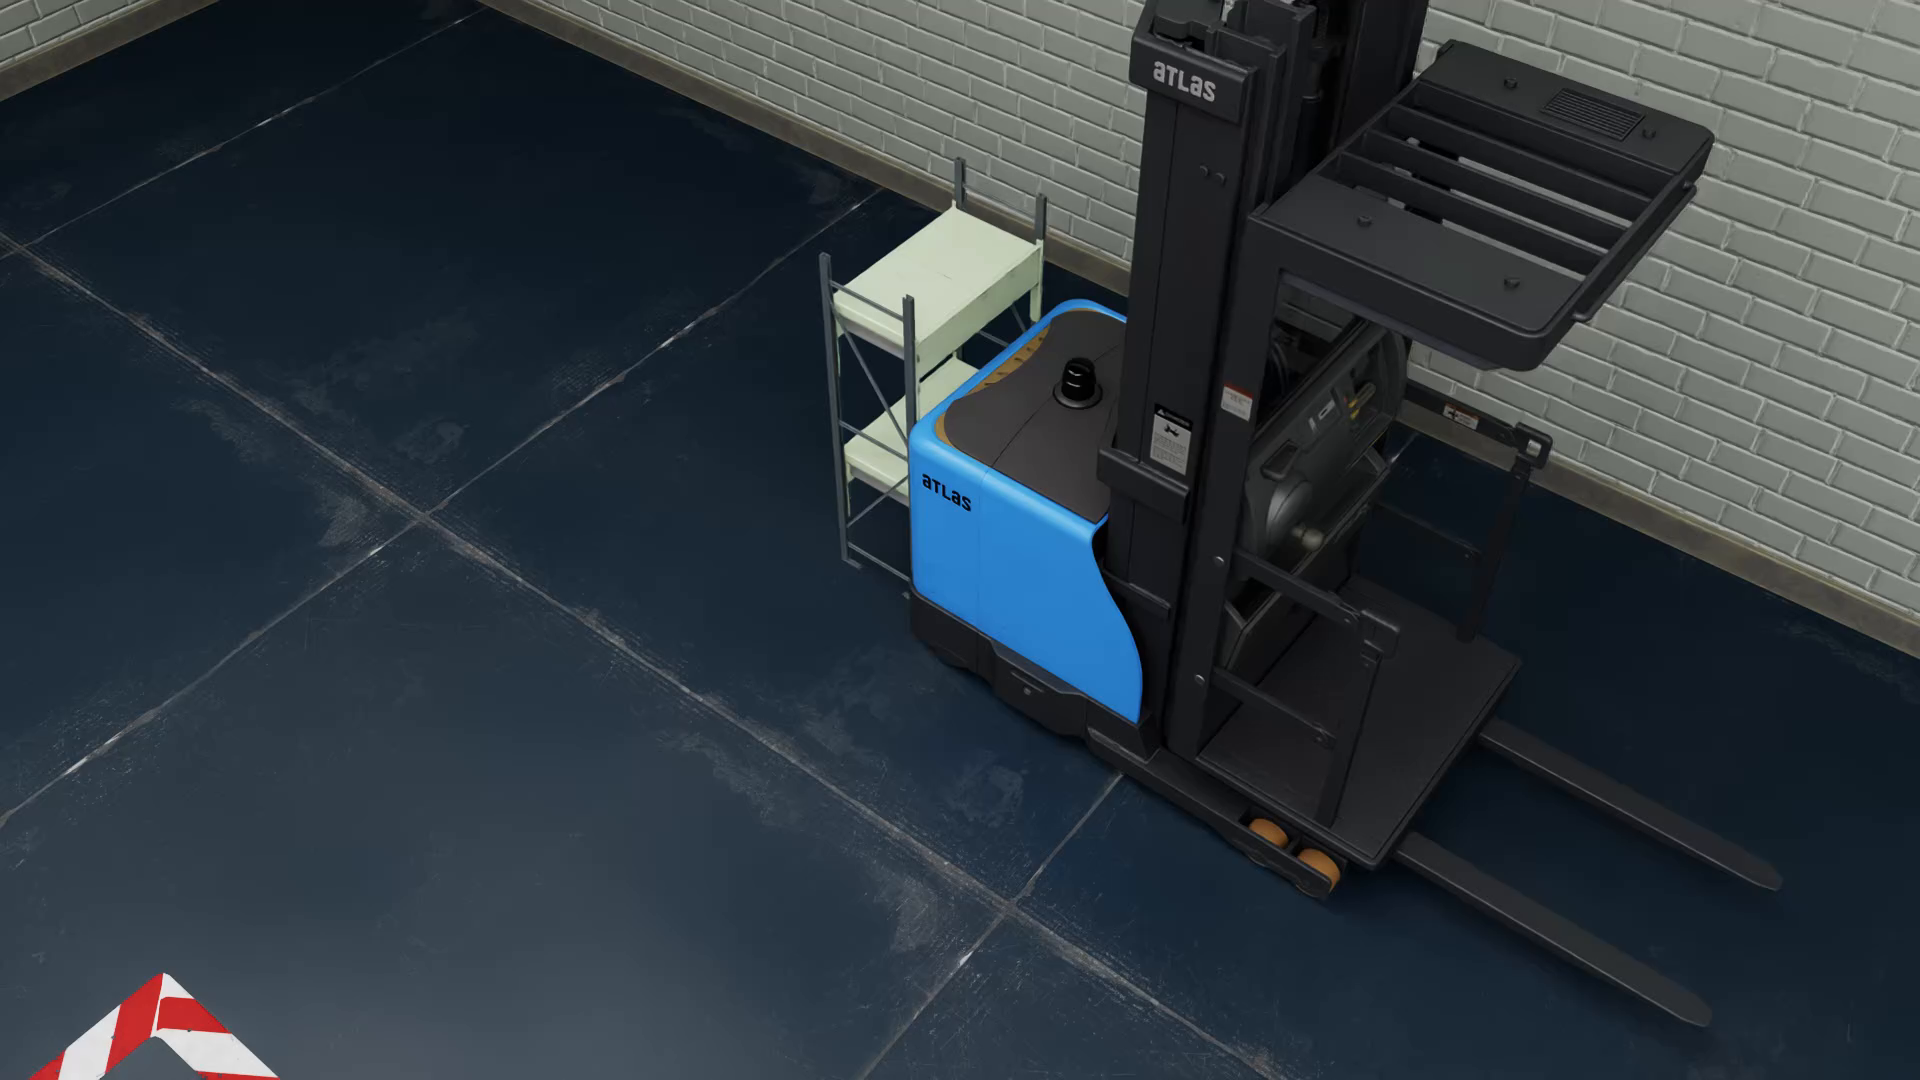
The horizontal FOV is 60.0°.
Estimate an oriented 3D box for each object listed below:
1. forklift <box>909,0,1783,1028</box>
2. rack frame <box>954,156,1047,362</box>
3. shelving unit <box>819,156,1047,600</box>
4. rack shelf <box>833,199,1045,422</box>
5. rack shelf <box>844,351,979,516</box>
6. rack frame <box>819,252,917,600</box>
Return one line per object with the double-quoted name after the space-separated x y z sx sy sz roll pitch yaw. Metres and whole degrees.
1.279 -0.251 4.963 3.031 2.935 1.130 30 53 25 "forklift"
0.143 -0.771 6.449 0.400 1.500 0.023 30 53 25 "rack frame"
-0.084 -0.563 6.251 0.431 1.500 0.755 30 53 25 "shelving unit"
-0.084 -0.833 5.969 0.431 0.370 0.720 30 53 25 "rack shelf"
-0.084 -0.338 6.486 0.431 0.370 0.720 30 53 25 "rack shelf"
-0.311 -0.356 6.053 0.400 1.500 0.023 30 53 25 "rack frame"
